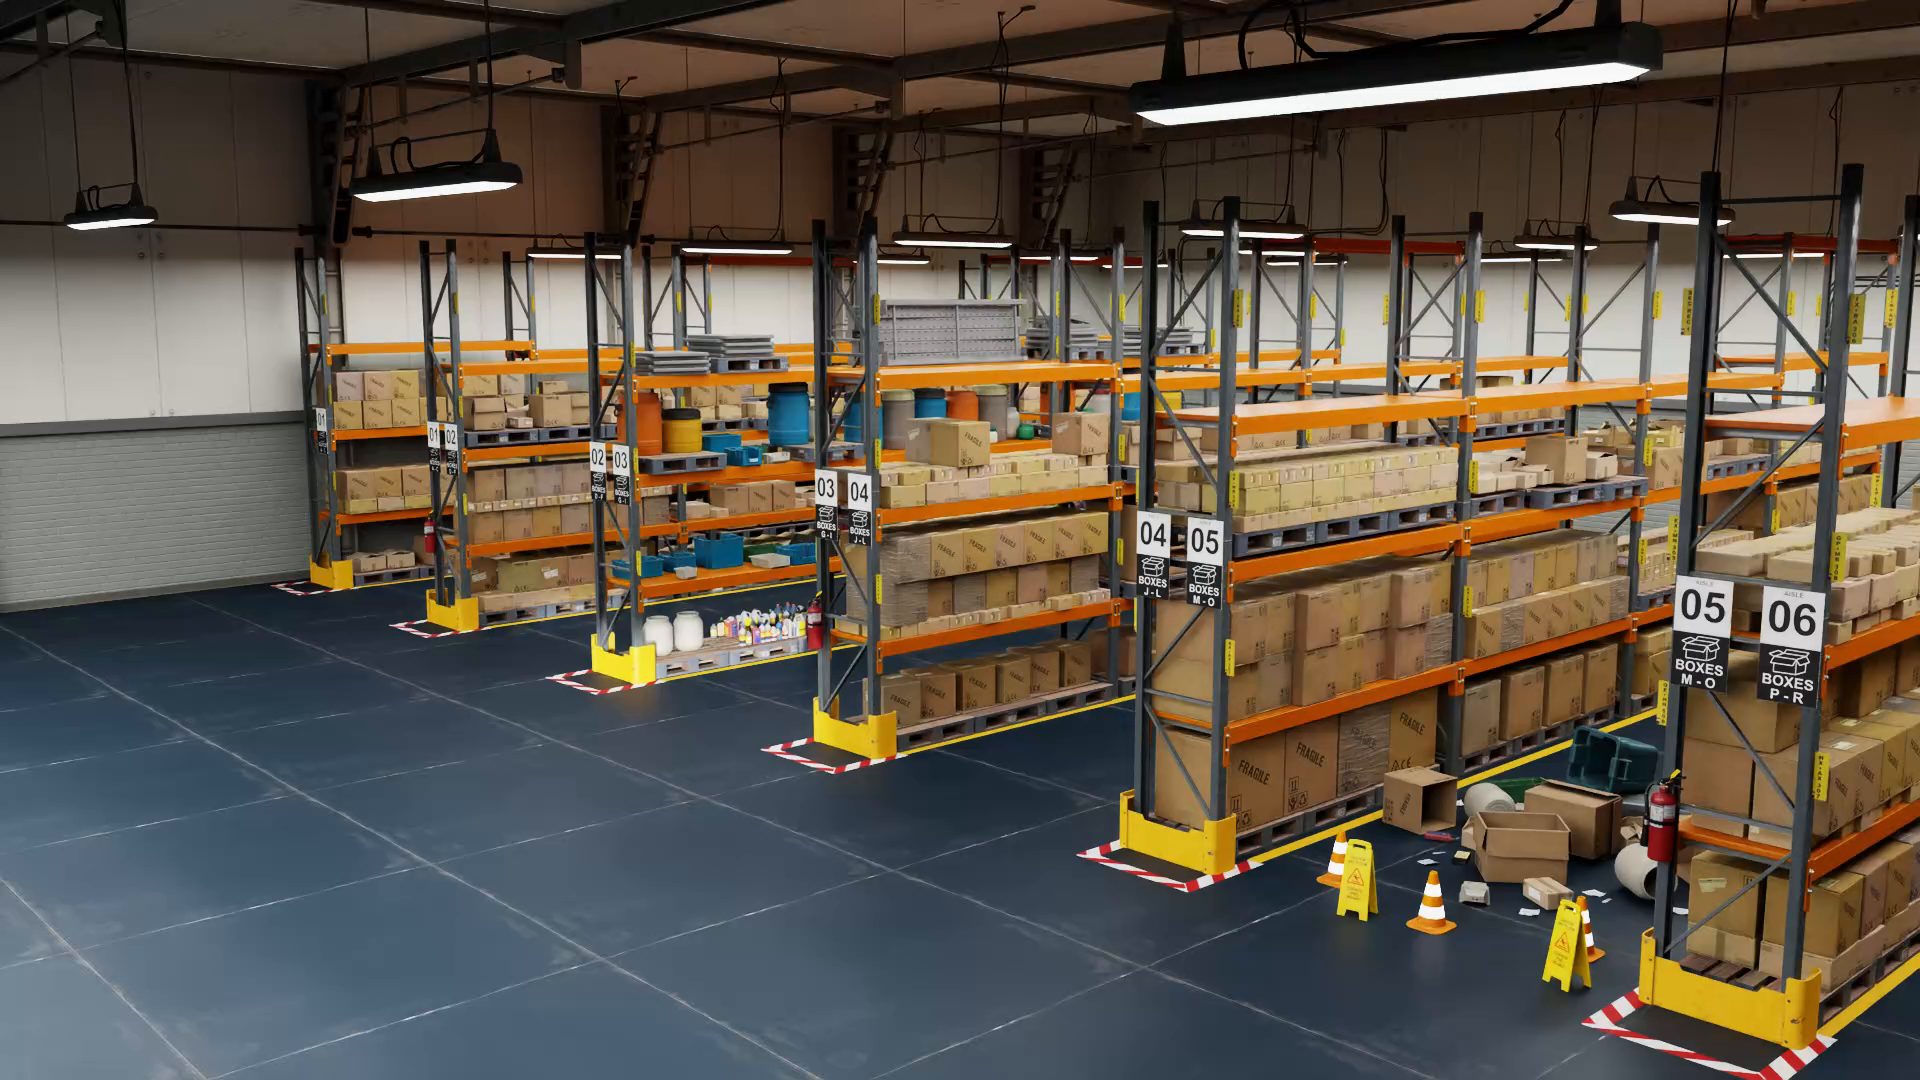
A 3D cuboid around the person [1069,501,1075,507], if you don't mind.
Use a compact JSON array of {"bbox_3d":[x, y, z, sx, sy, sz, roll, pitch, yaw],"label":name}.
[{"bbox_3d":[1.900,-0.340,31.712,0.544,1.736,0.988,8,12,44],"label":"person"}]
